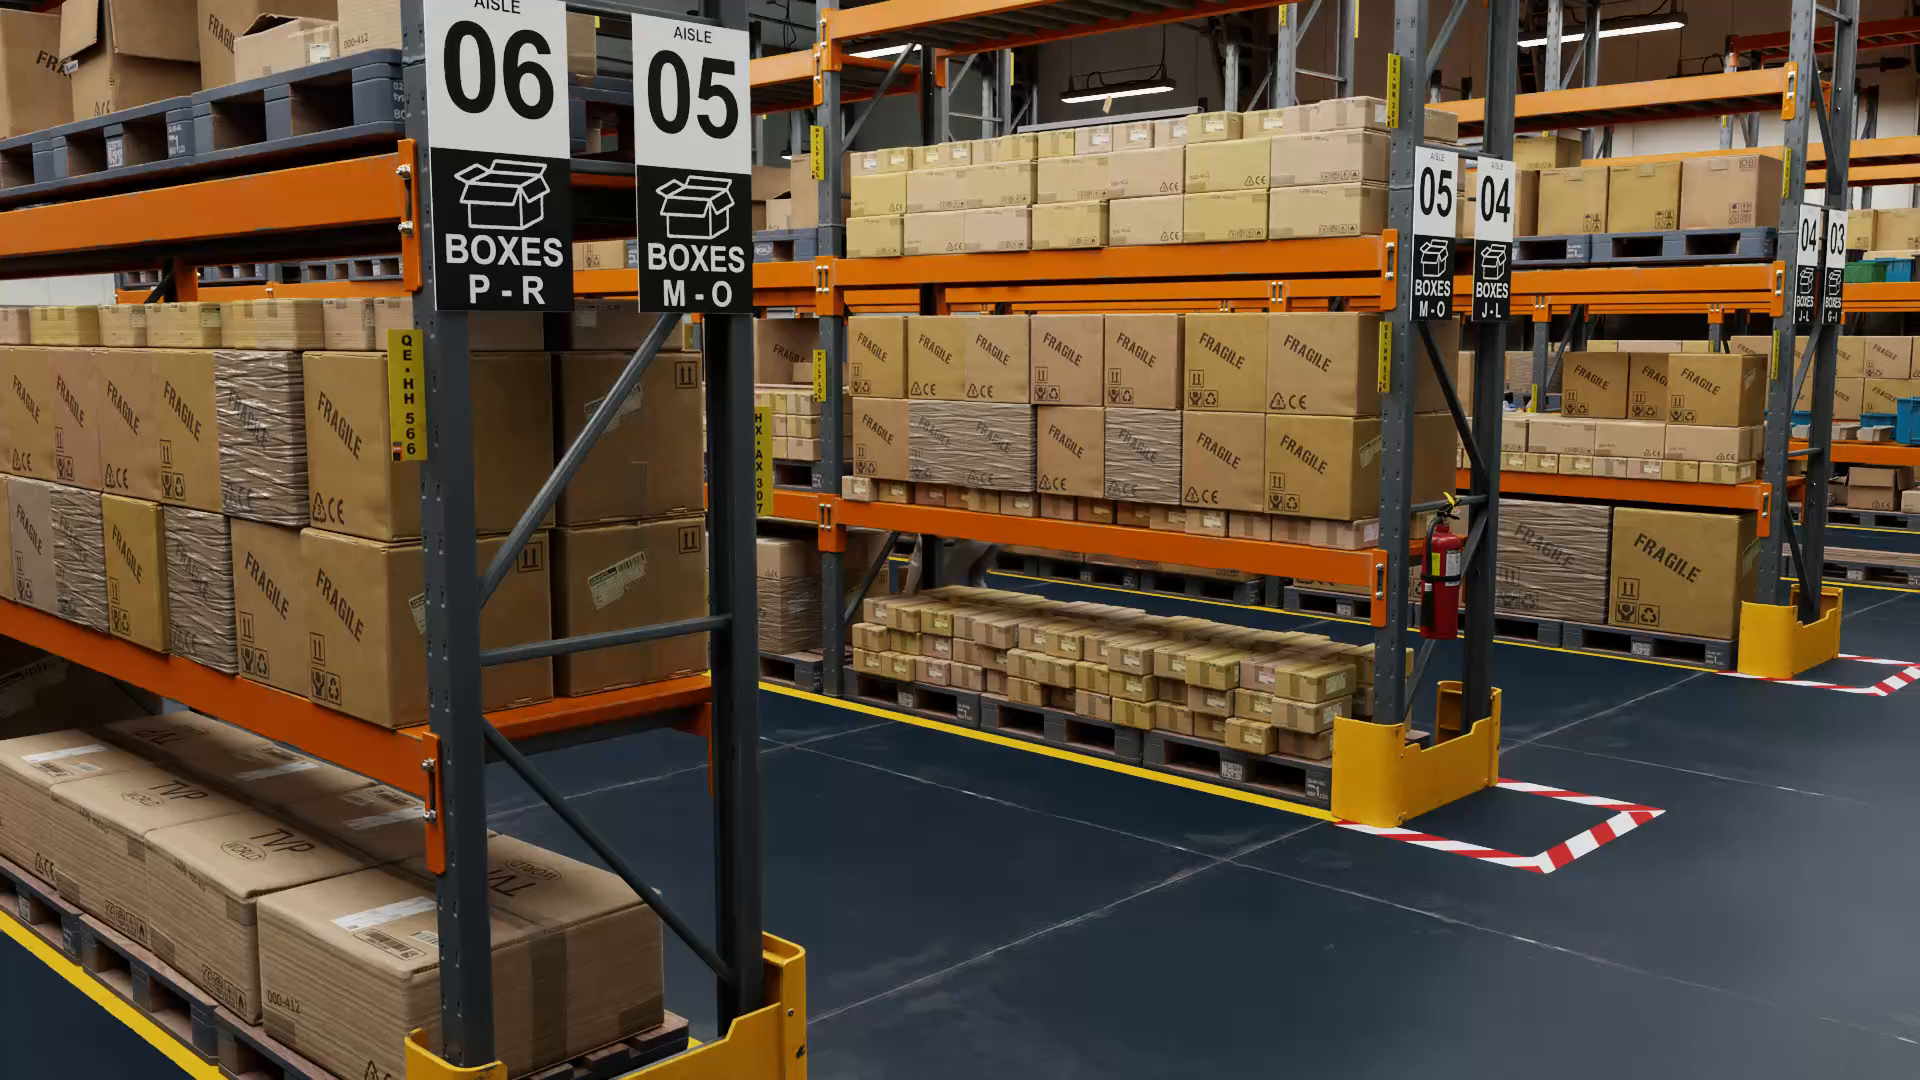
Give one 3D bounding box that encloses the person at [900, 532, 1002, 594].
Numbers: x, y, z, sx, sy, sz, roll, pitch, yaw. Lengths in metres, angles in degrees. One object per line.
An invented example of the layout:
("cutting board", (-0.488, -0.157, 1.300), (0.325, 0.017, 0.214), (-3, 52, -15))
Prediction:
("person", (-0.084, 0.235, 12.862), (0.924, 1.051, 0.443), (6, 9, 41))
